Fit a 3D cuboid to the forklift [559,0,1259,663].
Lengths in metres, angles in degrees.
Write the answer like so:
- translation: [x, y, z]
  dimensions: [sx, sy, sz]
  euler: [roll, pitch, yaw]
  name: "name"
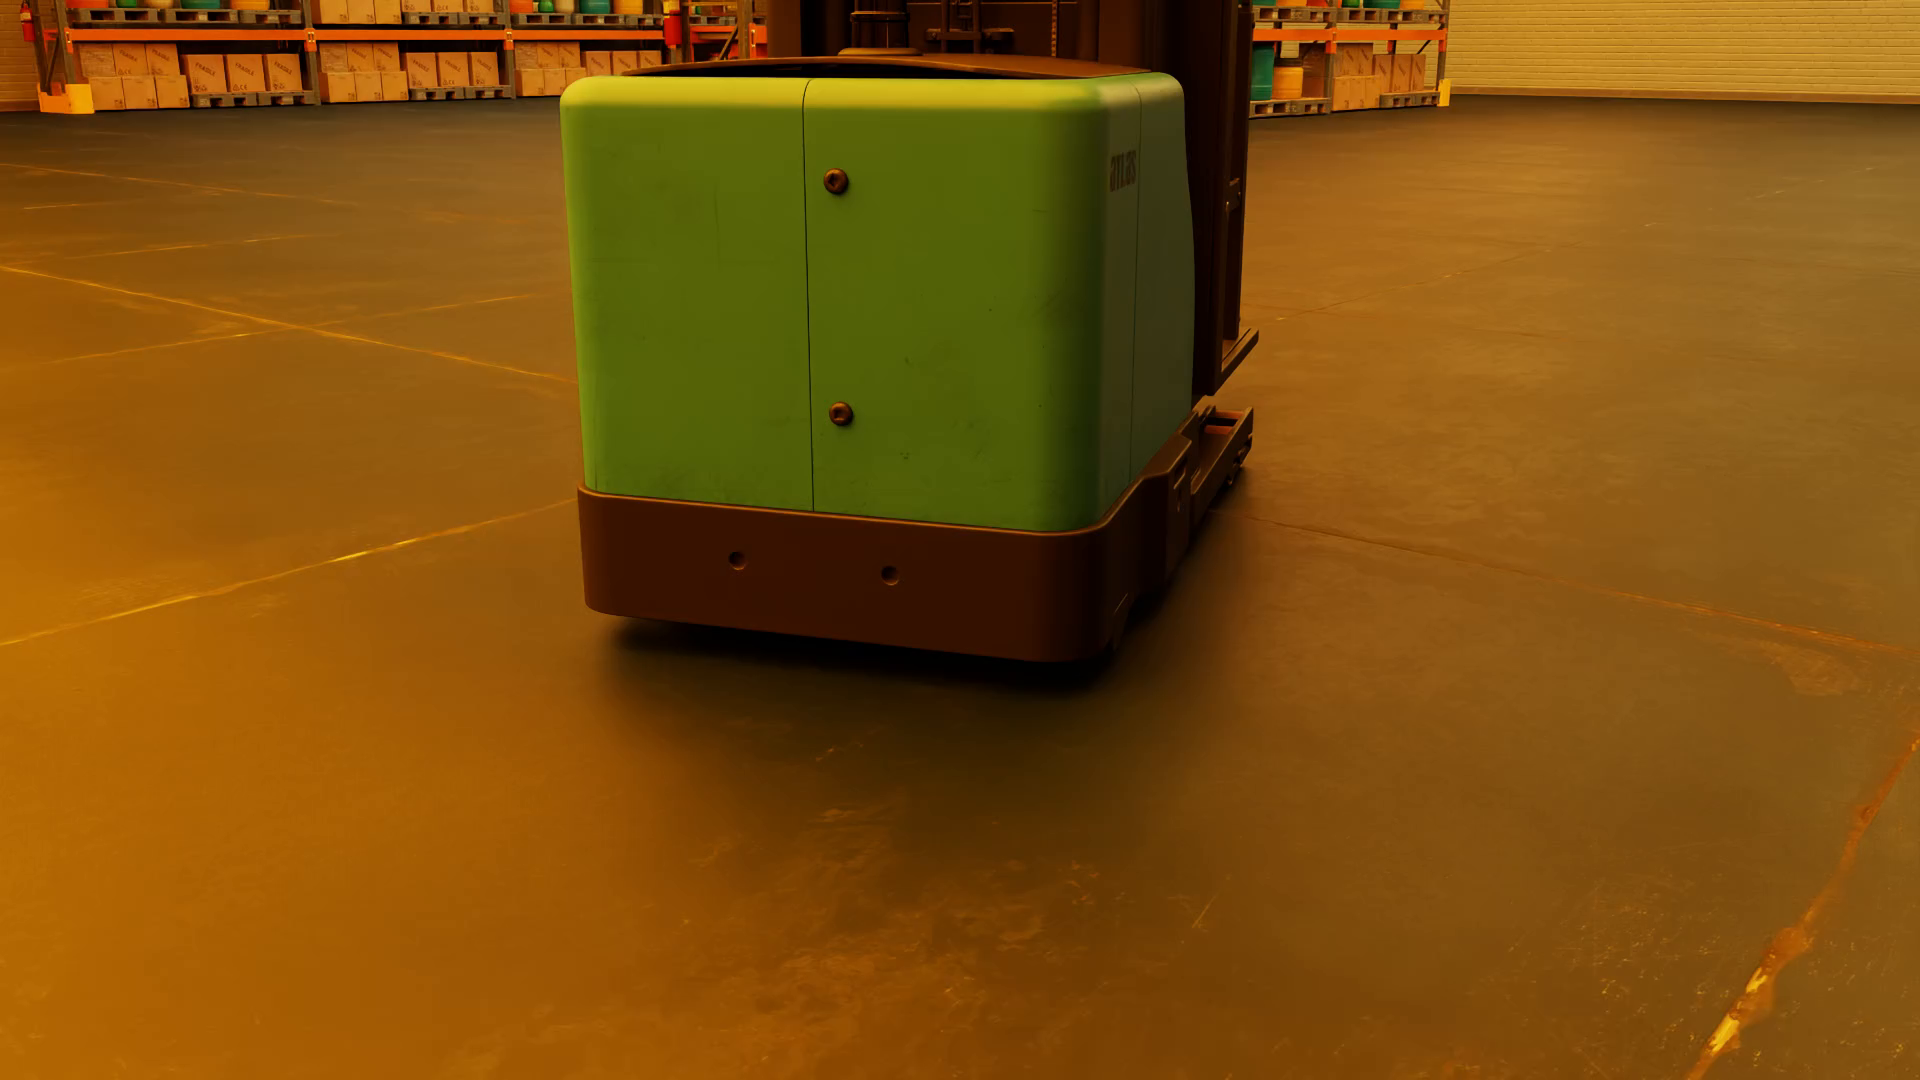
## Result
- translation: [0.182, -1.571, 4.072]
  dimensions: [1.130, 2.935, 3.031]
  euler: [5, 18, 17]
  name: "forklift"
